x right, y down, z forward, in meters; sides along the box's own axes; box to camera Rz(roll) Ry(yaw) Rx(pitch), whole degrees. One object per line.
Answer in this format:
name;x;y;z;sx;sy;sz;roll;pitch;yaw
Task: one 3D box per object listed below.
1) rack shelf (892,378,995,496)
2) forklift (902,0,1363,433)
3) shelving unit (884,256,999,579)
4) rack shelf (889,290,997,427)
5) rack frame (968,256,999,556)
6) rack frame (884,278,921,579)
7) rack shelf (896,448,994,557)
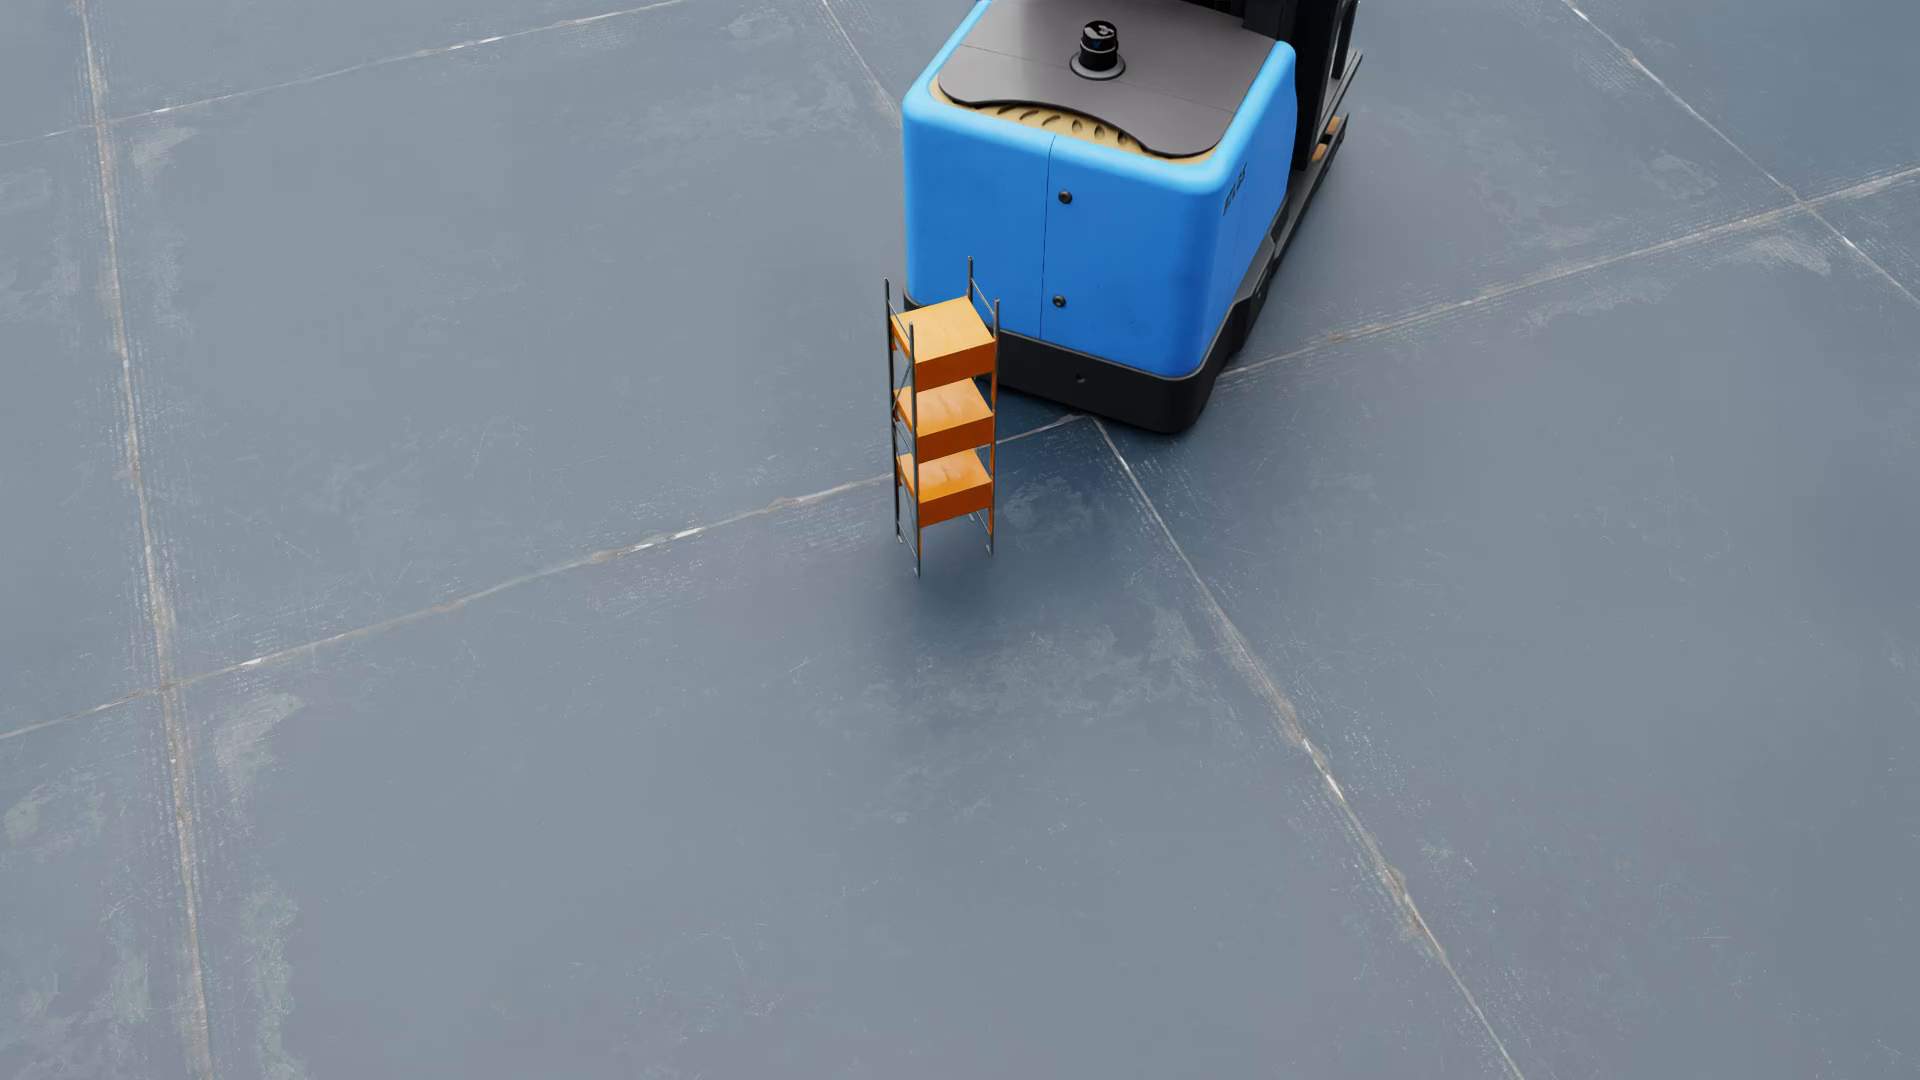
rack shelf;-0.050;-0.320;4.847;0.240;0.259;0.215;-17;52;-14
forklift;0.867;-2.445;5.418;1.130;2.935;3.031;19;52;15
shelving unit;-0.050;-0.327;4.839;0.252;1.050;0.215;-17;52;-14
rack shelf;-0.050;-0.505;4.631;0.240;0.259;0.215;-17;52;-14
rack frame;0.063;-0.362;4.869;0.008;1.050;0.200;-17;52;-14
rack frame;-0.162;-0.292;4.808;0.008;1.050;0.200;-17;52;-14
rack shelf;-0.050;-0.139;5.057;0.240;0.259;0.215;-17;52;-14
